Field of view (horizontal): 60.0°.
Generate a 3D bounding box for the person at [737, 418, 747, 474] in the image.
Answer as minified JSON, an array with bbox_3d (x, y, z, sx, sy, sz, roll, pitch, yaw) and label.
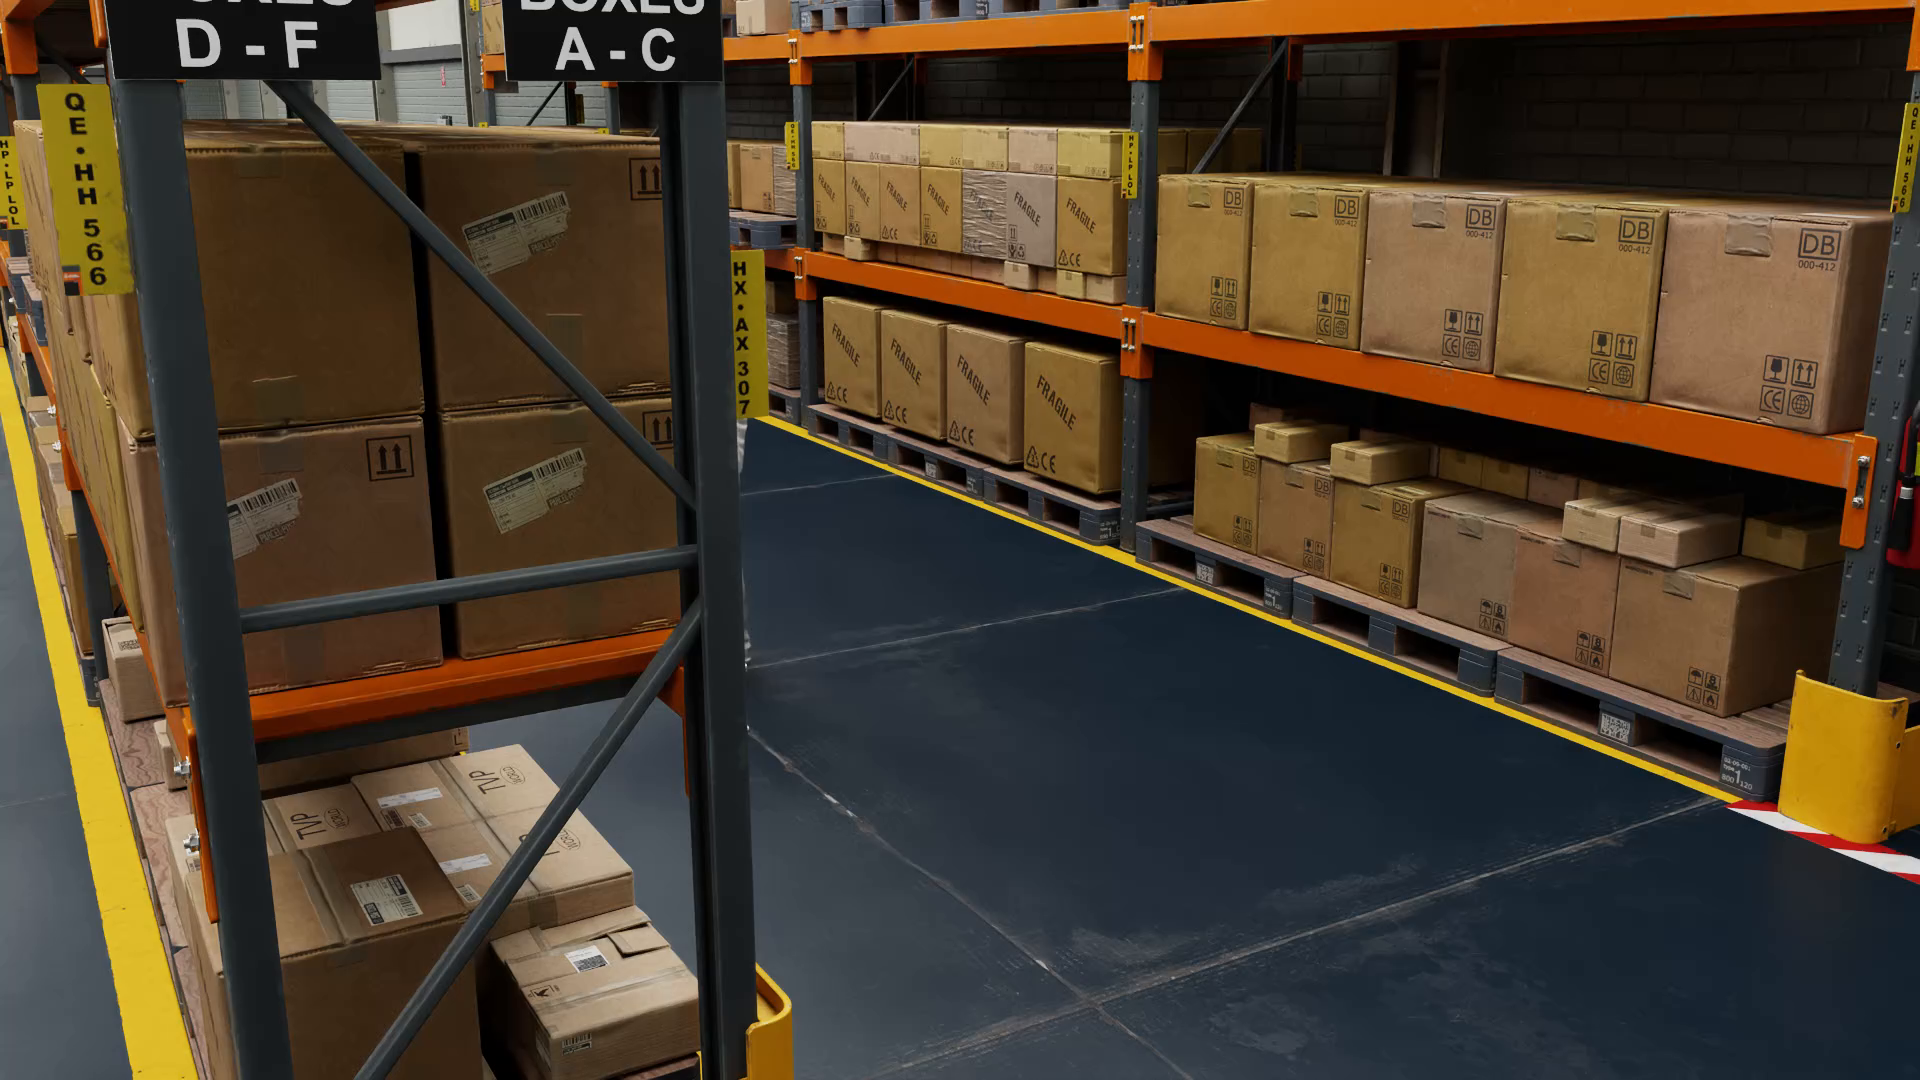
[{"bbox_3d":[-1.120,-0.552,6.910,0.469,0.608,0.312,-8,17,-29],"label":"person"}]
